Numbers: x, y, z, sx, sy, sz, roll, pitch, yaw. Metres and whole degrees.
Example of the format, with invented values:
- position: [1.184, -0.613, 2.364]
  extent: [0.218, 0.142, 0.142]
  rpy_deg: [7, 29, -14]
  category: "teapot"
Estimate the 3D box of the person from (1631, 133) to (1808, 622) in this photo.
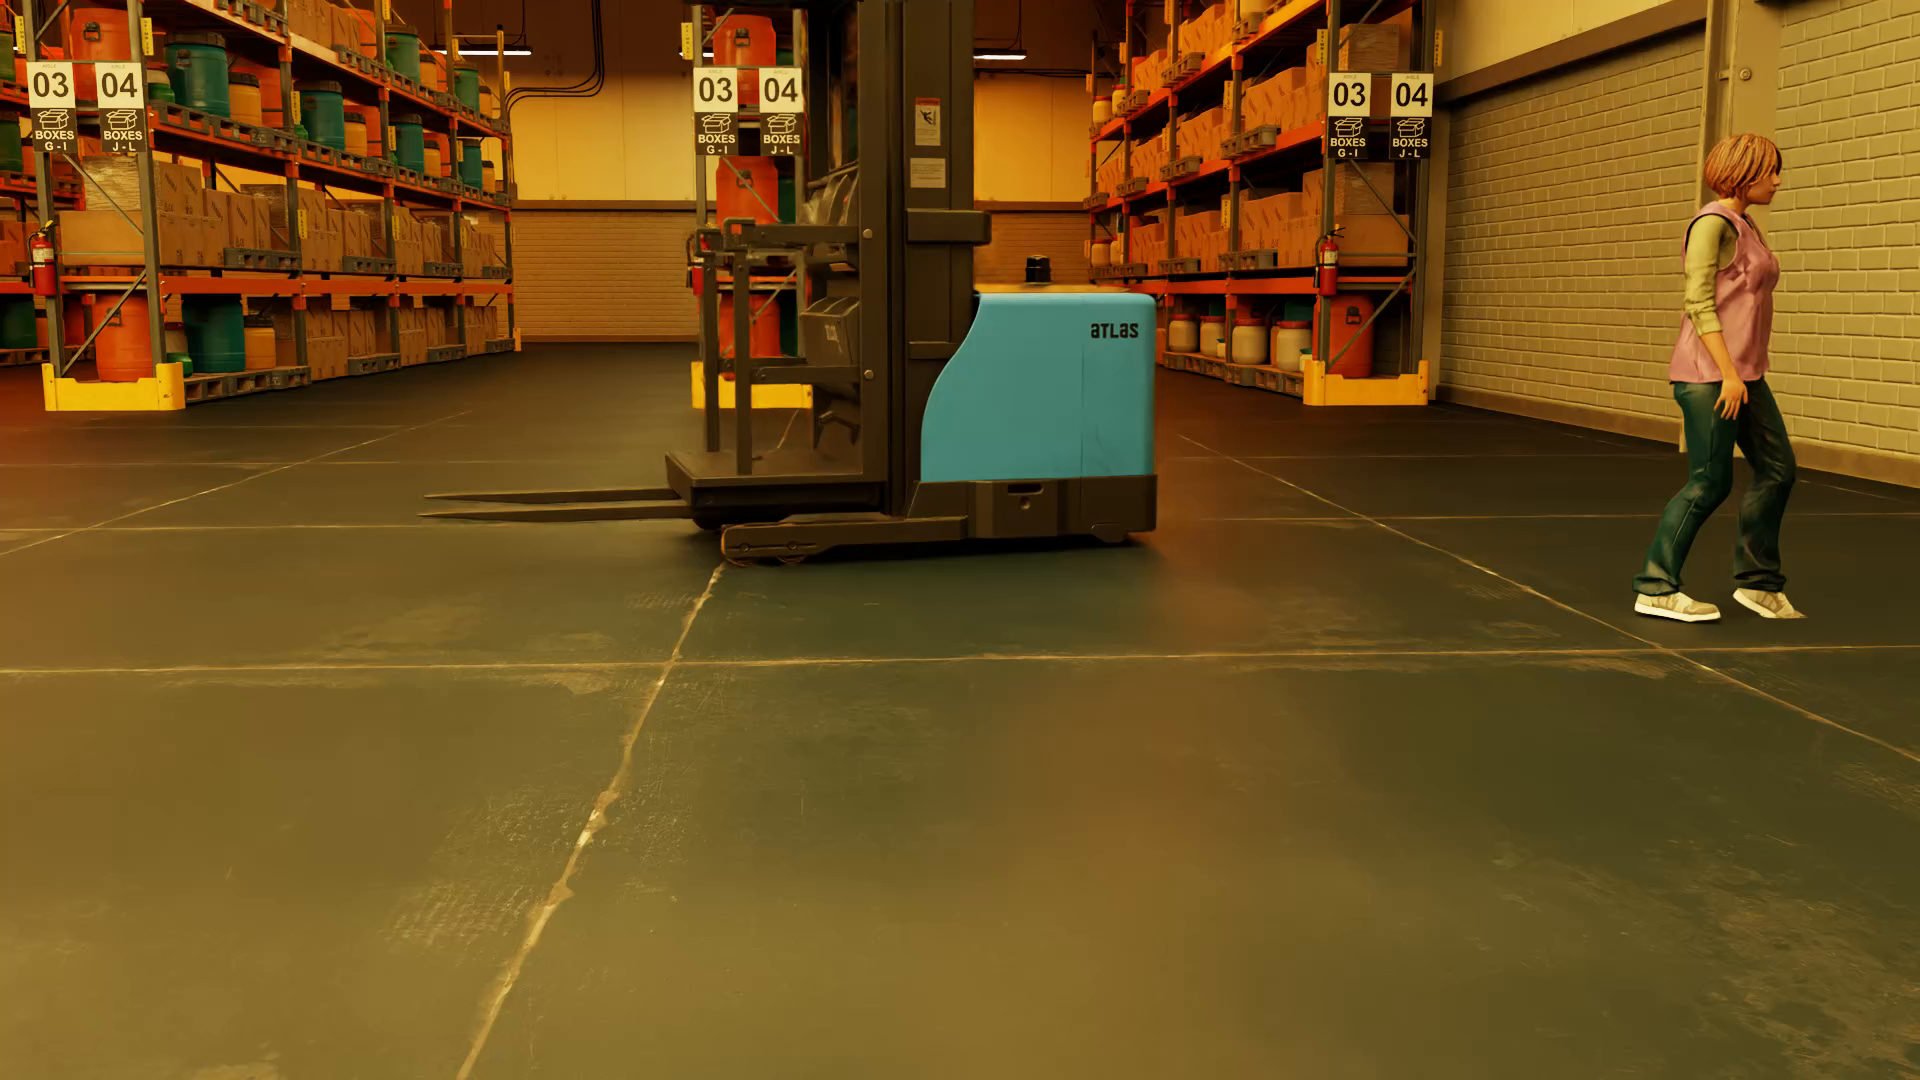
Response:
- position: [2.509, -0.492, 5.418]
  extent: [0.509, 1.628, 0.513]
  rpy_deg: [7, 11, 38]
  category: "person"

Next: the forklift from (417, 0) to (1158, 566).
- position: [-0.730, -1.431, 6.969]
  extent: [3.031, 2.935, 1.130]
  rpy_deg: [-2, 9, -15]
  category: "forklift"
